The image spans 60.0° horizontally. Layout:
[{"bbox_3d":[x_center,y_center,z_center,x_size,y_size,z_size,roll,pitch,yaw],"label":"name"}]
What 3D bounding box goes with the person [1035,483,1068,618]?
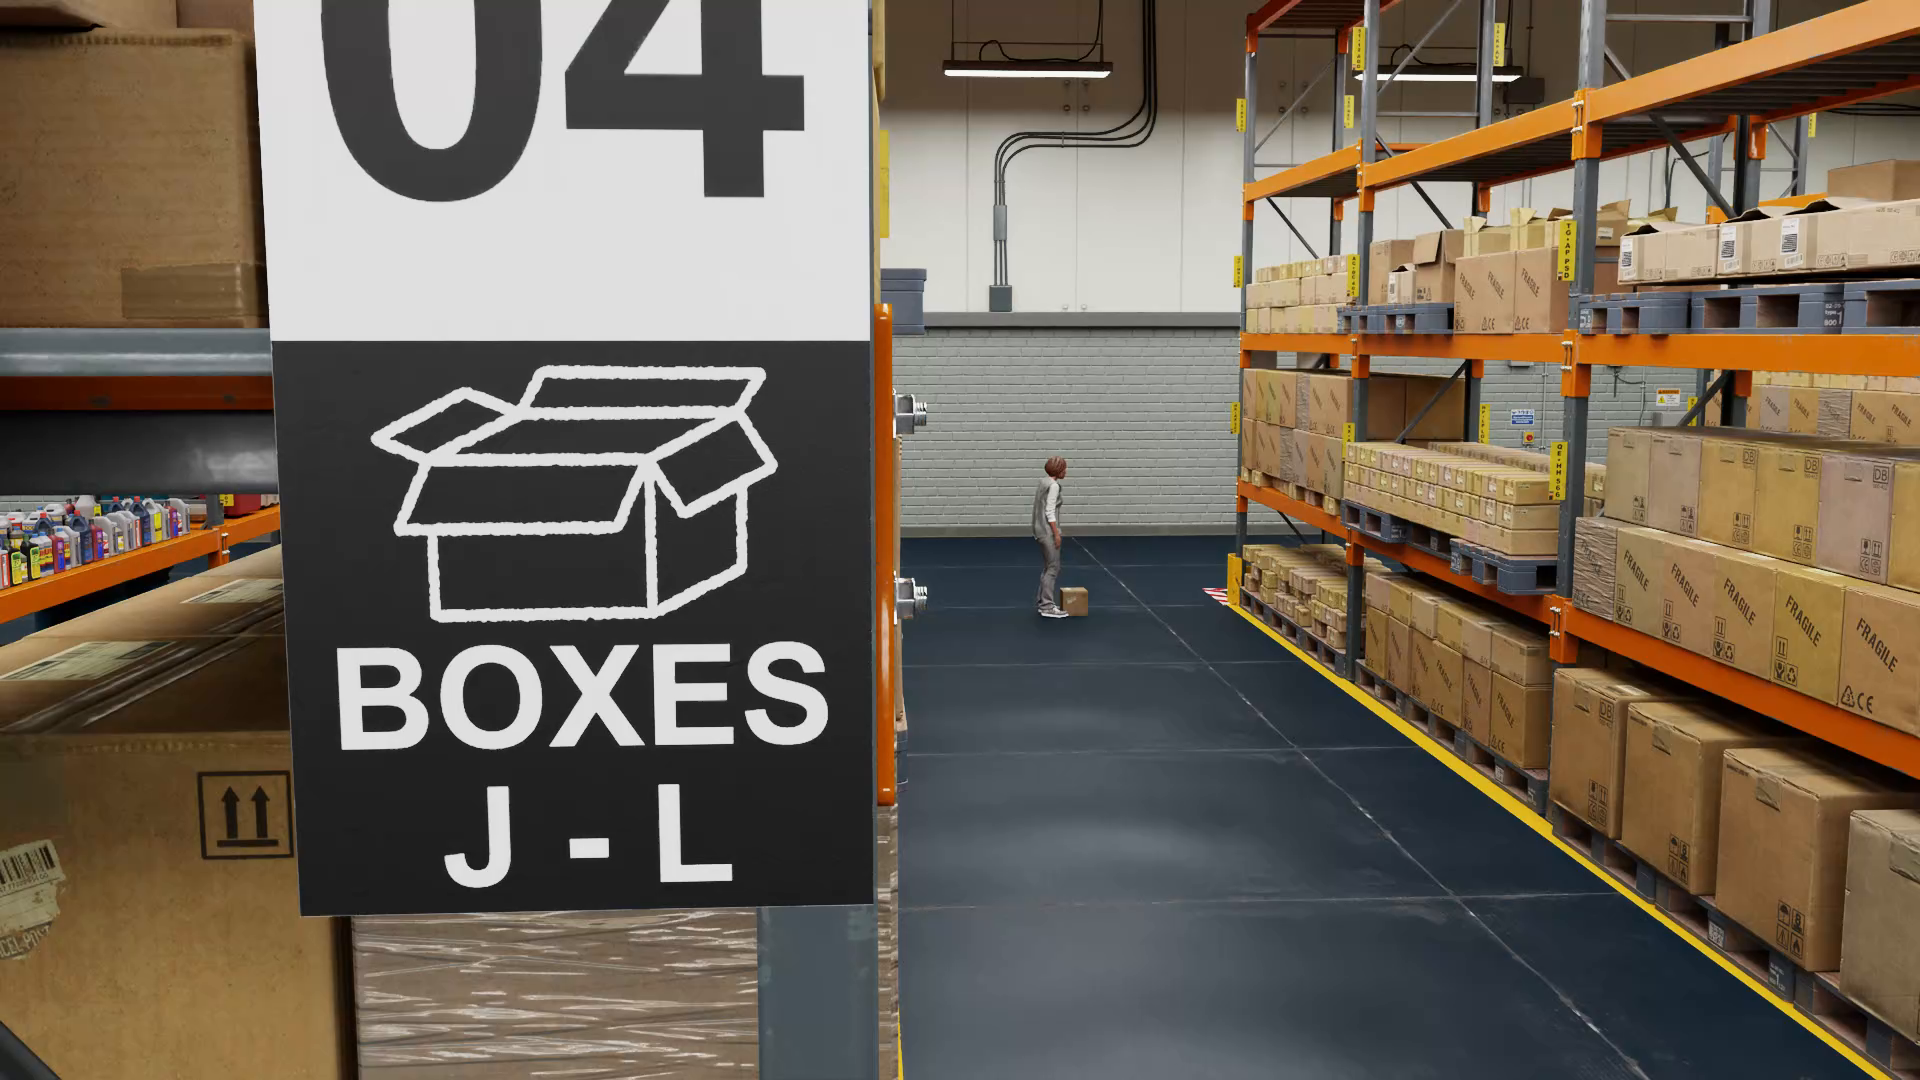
[{"bbox_3d":[0.907,0.078,16.651,0.323,1.352,0.485,-1,7,-7],"label":"person"}]
